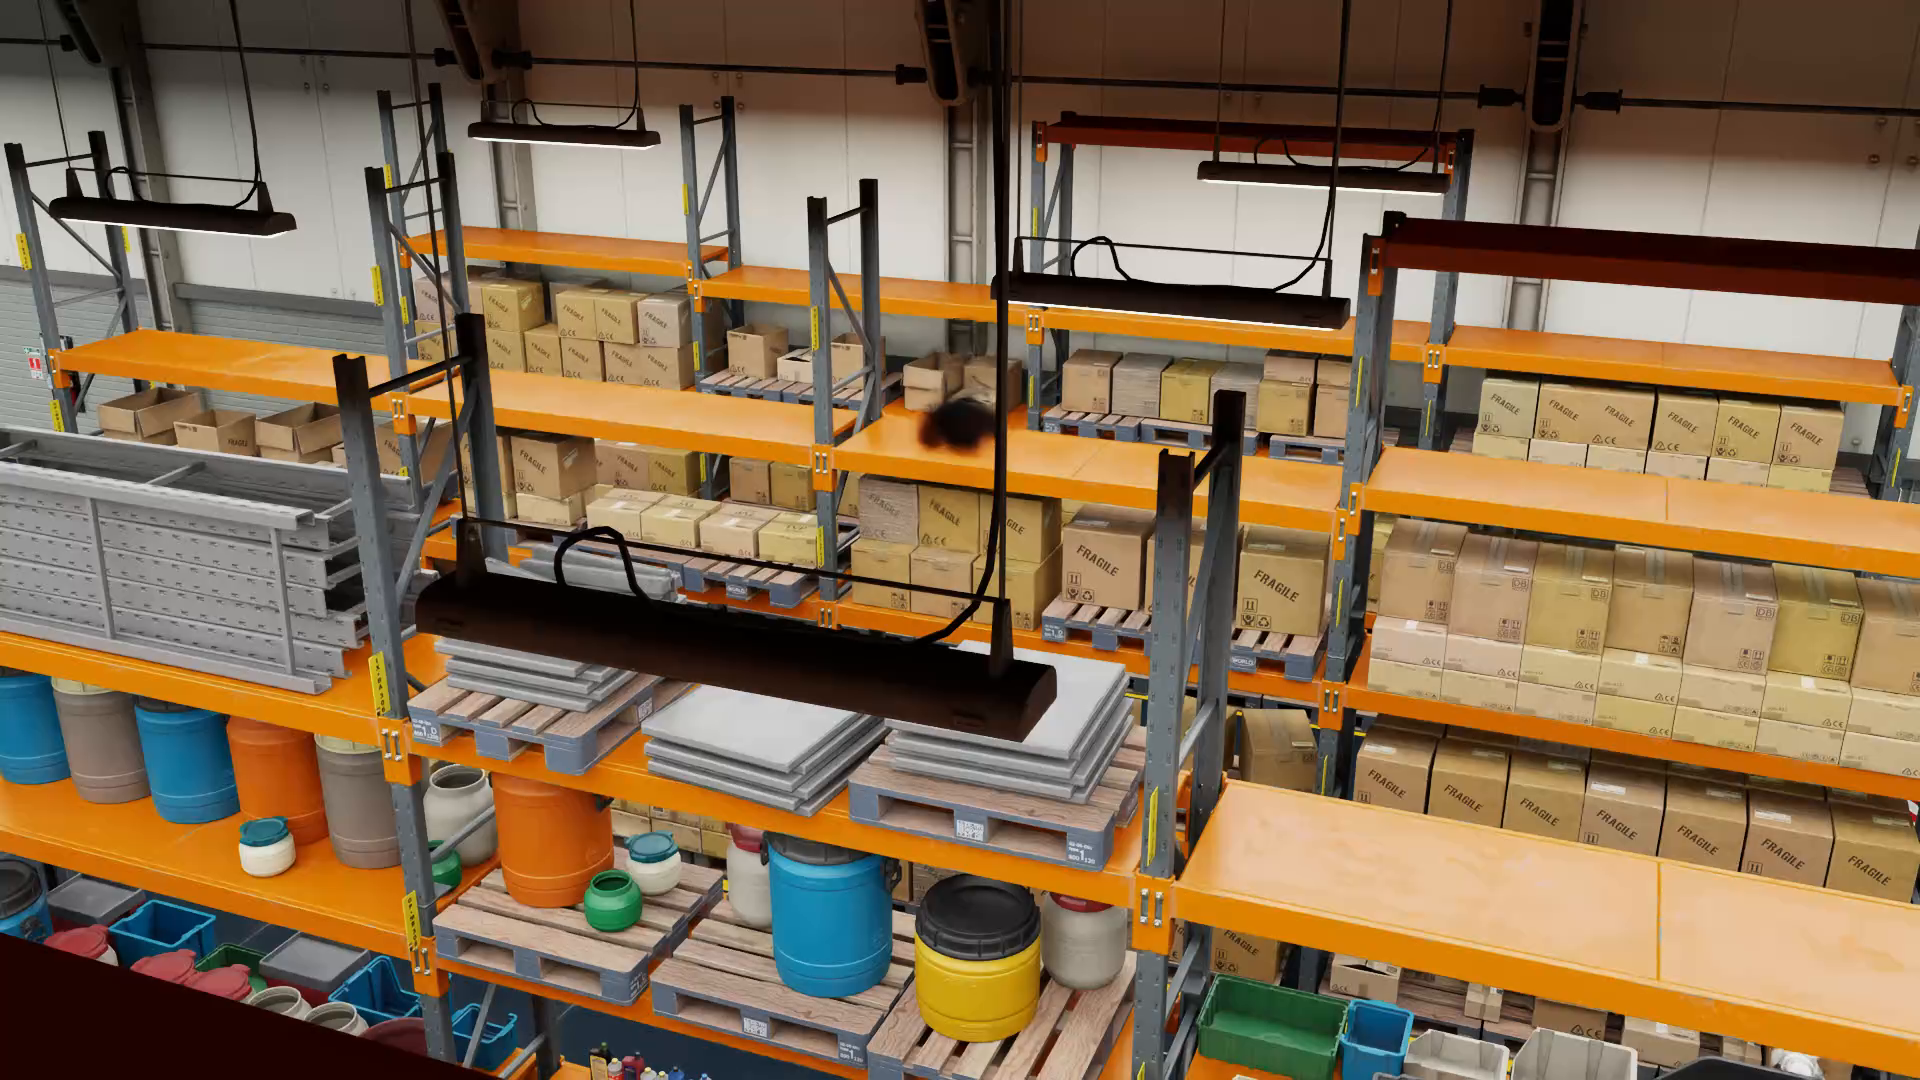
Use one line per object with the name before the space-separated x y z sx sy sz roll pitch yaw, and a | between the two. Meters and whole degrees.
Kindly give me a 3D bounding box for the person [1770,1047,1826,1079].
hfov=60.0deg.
person | 5.447 3.696 10.535 0.952 1.631 0.653 5 21 13
